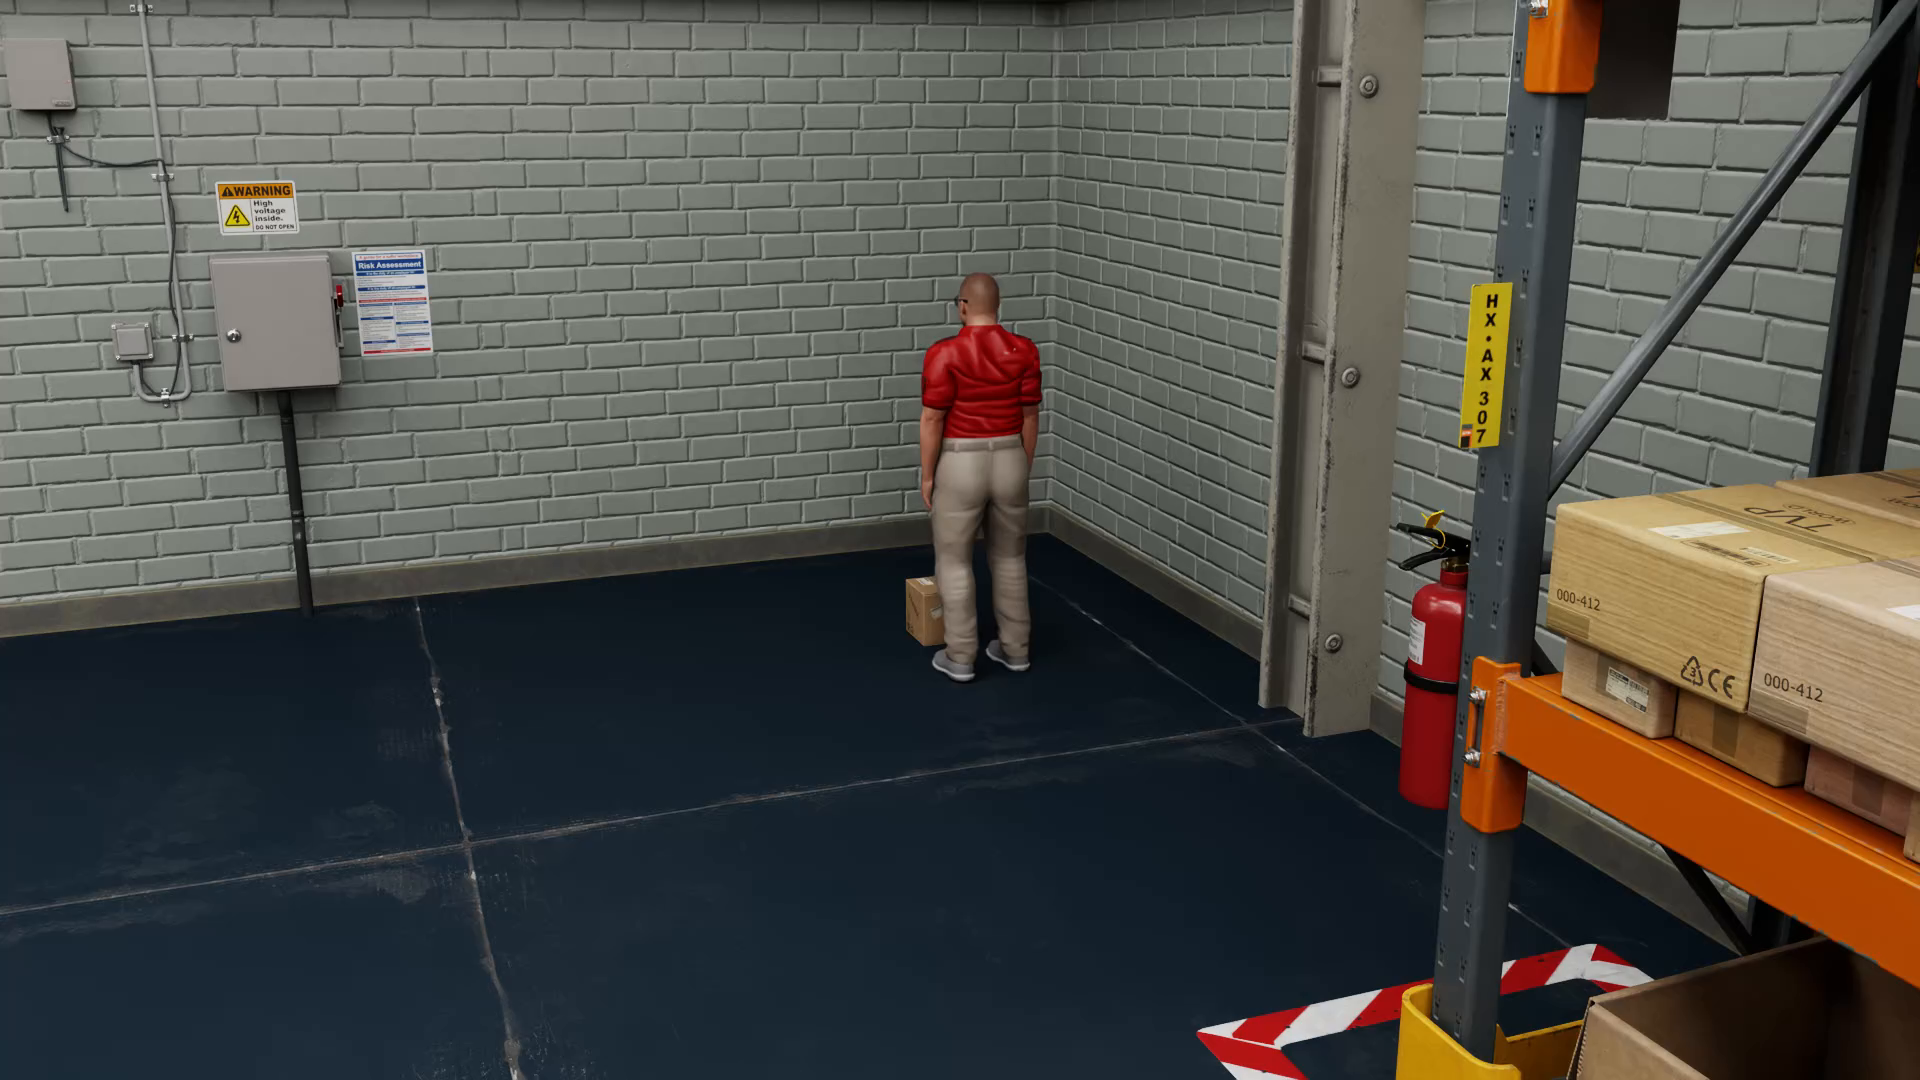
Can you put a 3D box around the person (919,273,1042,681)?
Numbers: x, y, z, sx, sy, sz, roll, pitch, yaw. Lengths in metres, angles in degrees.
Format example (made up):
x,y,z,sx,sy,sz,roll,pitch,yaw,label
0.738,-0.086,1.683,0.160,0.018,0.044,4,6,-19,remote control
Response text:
x,y,z,sx,sy,sz,roll,pitch,yaw,label
0.068,-0.269,7.040,0.527,1.725,0.366,-5,16,-19,person
